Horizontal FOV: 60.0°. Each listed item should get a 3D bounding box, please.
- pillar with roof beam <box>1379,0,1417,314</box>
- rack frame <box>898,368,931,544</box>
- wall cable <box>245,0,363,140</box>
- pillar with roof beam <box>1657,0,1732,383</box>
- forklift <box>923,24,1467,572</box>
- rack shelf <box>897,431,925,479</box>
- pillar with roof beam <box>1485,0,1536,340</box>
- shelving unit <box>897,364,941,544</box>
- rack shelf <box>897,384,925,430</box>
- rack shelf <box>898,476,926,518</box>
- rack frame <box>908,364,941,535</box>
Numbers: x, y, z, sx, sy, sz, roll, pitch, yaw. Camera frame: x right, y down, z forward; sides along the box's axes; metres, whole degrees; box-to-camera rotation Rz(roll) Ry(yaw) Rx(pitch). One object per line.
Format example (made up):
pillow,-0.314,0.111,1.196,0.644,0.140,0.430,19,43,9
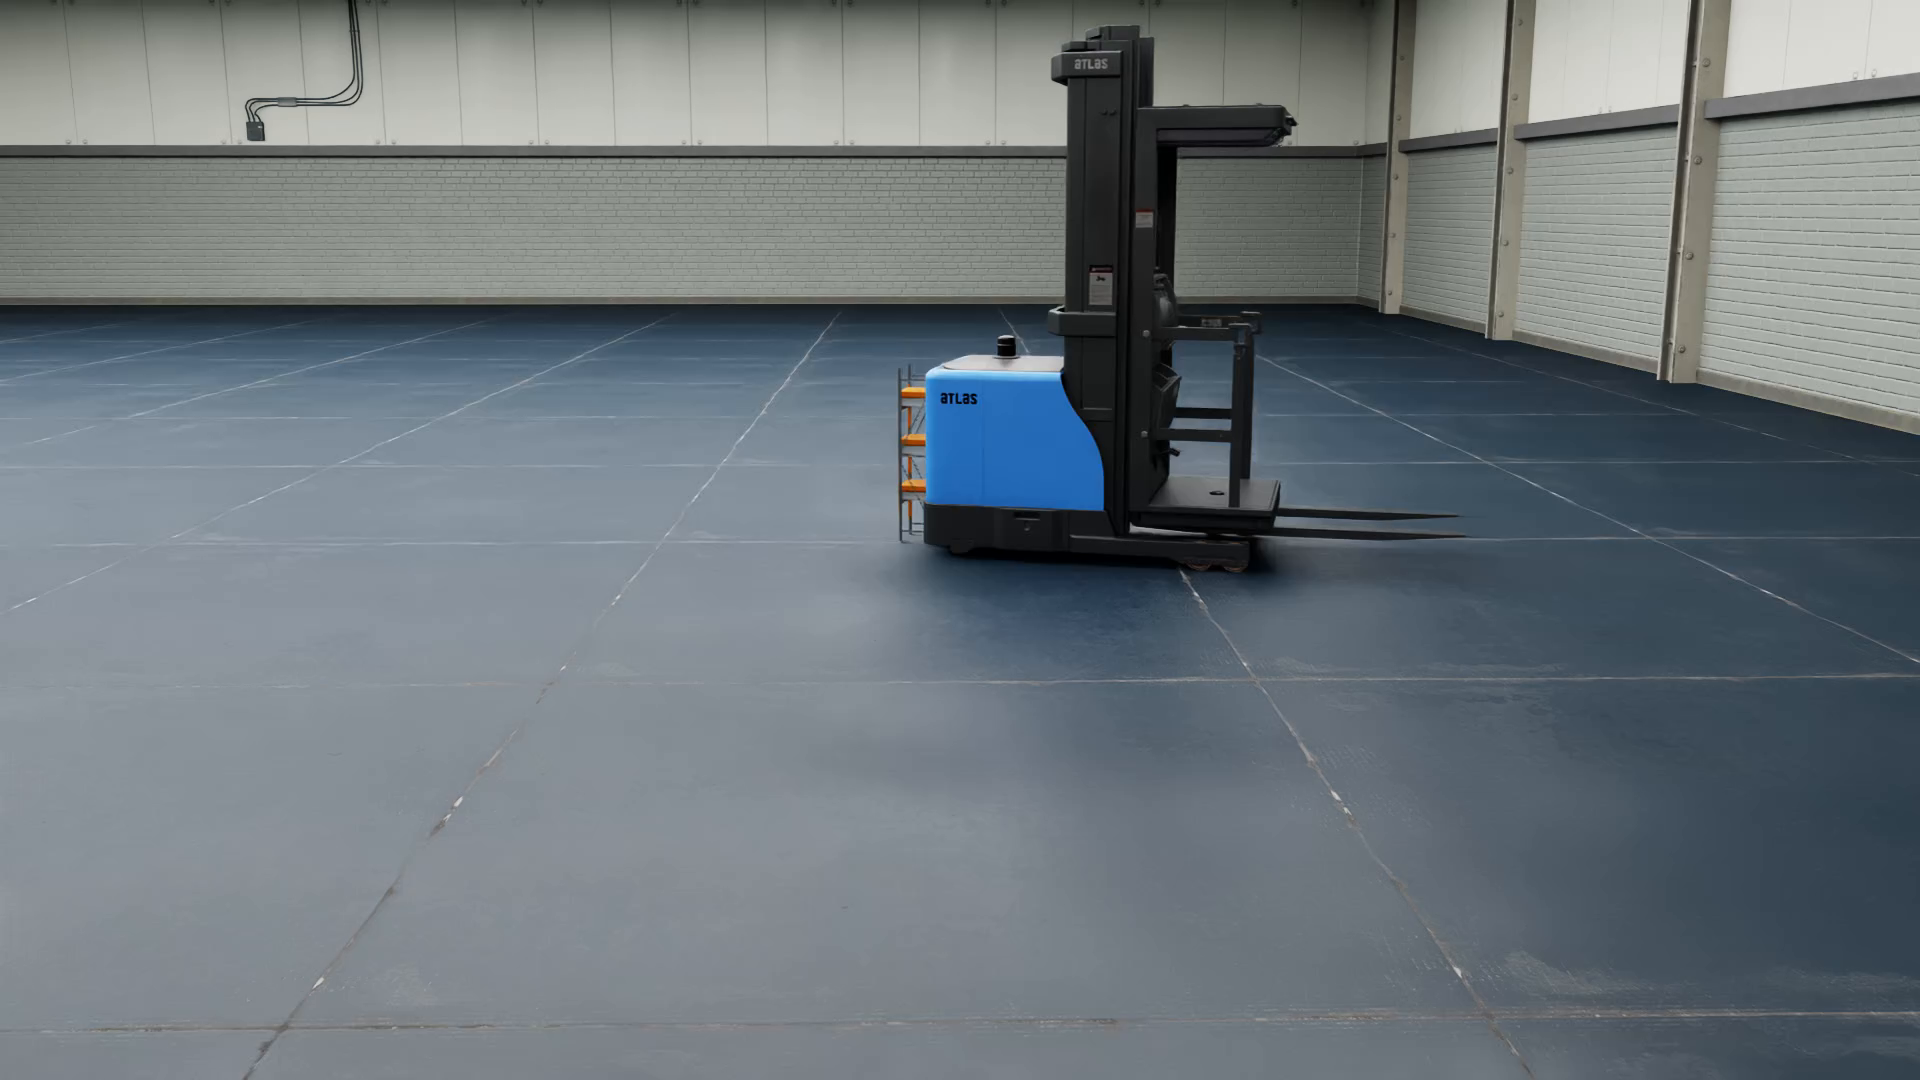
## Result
pillar with roof beam,3.649,-8.594,29.786,9.100,9.000,0.400,0,11,-1
rack frame,-0.267,-0.494,9.852,0.200,1.050,0.008,2,12,12
wall cable,-12.788,-10.776,31.987,2.305,6.003,0.169,0,11,-1
pillar with roof beam,3.897,-6.208,18.028,9.100,9.000,0.400,0,11,-1
forklift,1.361,-1.373,9.457,3.031,2.935,1.130,3,12,13
rack shelf,-0.241,-0.507,9.971,0.215,0.259,0.240,2,12,12
pillar with roof beam,3.773,-7.401,23.907,9.100,9.000,0.400,0,11,-1
shelving unit,-0.241,-0.517,9.969,0.215,1.050,0.252,2,12,12
rack shelf,-0.241,-0.785,9.915,0.215,0.259,0.240,2,12,12
rack shelf,-0.241,-0.235,10.027,0.215,0.259,0.240,2,12,12
rack frame,-0.215,-0.541,10.086,0.200,1.050,0.008,2,12,12
